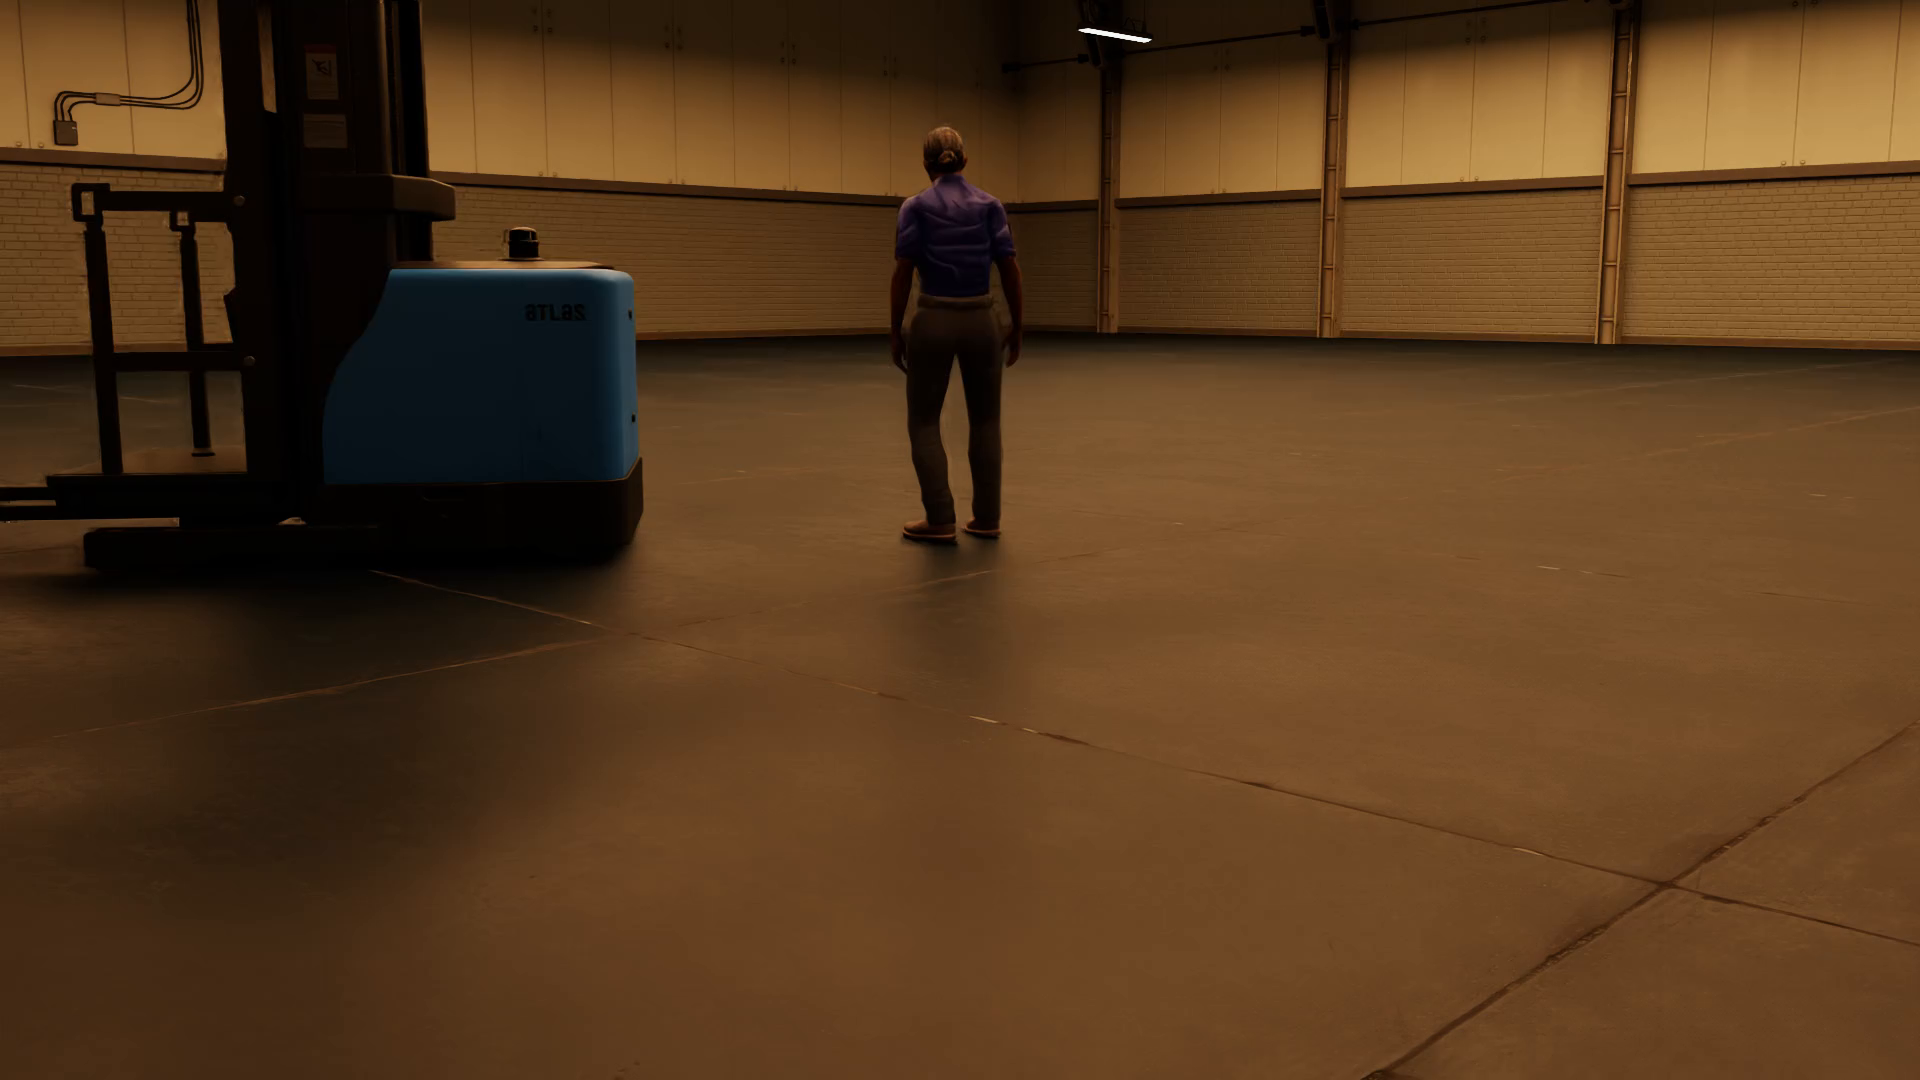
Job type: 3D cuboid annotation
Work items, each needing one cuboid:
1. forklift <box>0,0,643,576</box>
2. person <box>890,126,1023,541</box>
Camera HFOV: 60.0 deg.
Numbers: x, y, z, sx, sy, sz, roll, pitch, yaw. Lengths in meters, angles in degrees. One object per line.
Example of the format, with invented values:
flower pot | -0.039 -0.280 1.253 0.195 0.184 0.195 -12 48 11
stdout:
forklift | -2.788 -1.407 6.218 3.031 2.935 1.130 -1 9 -7
person | -0.021 -0.822 6.682 0.547 1.639 0.400 -1 9 -9
